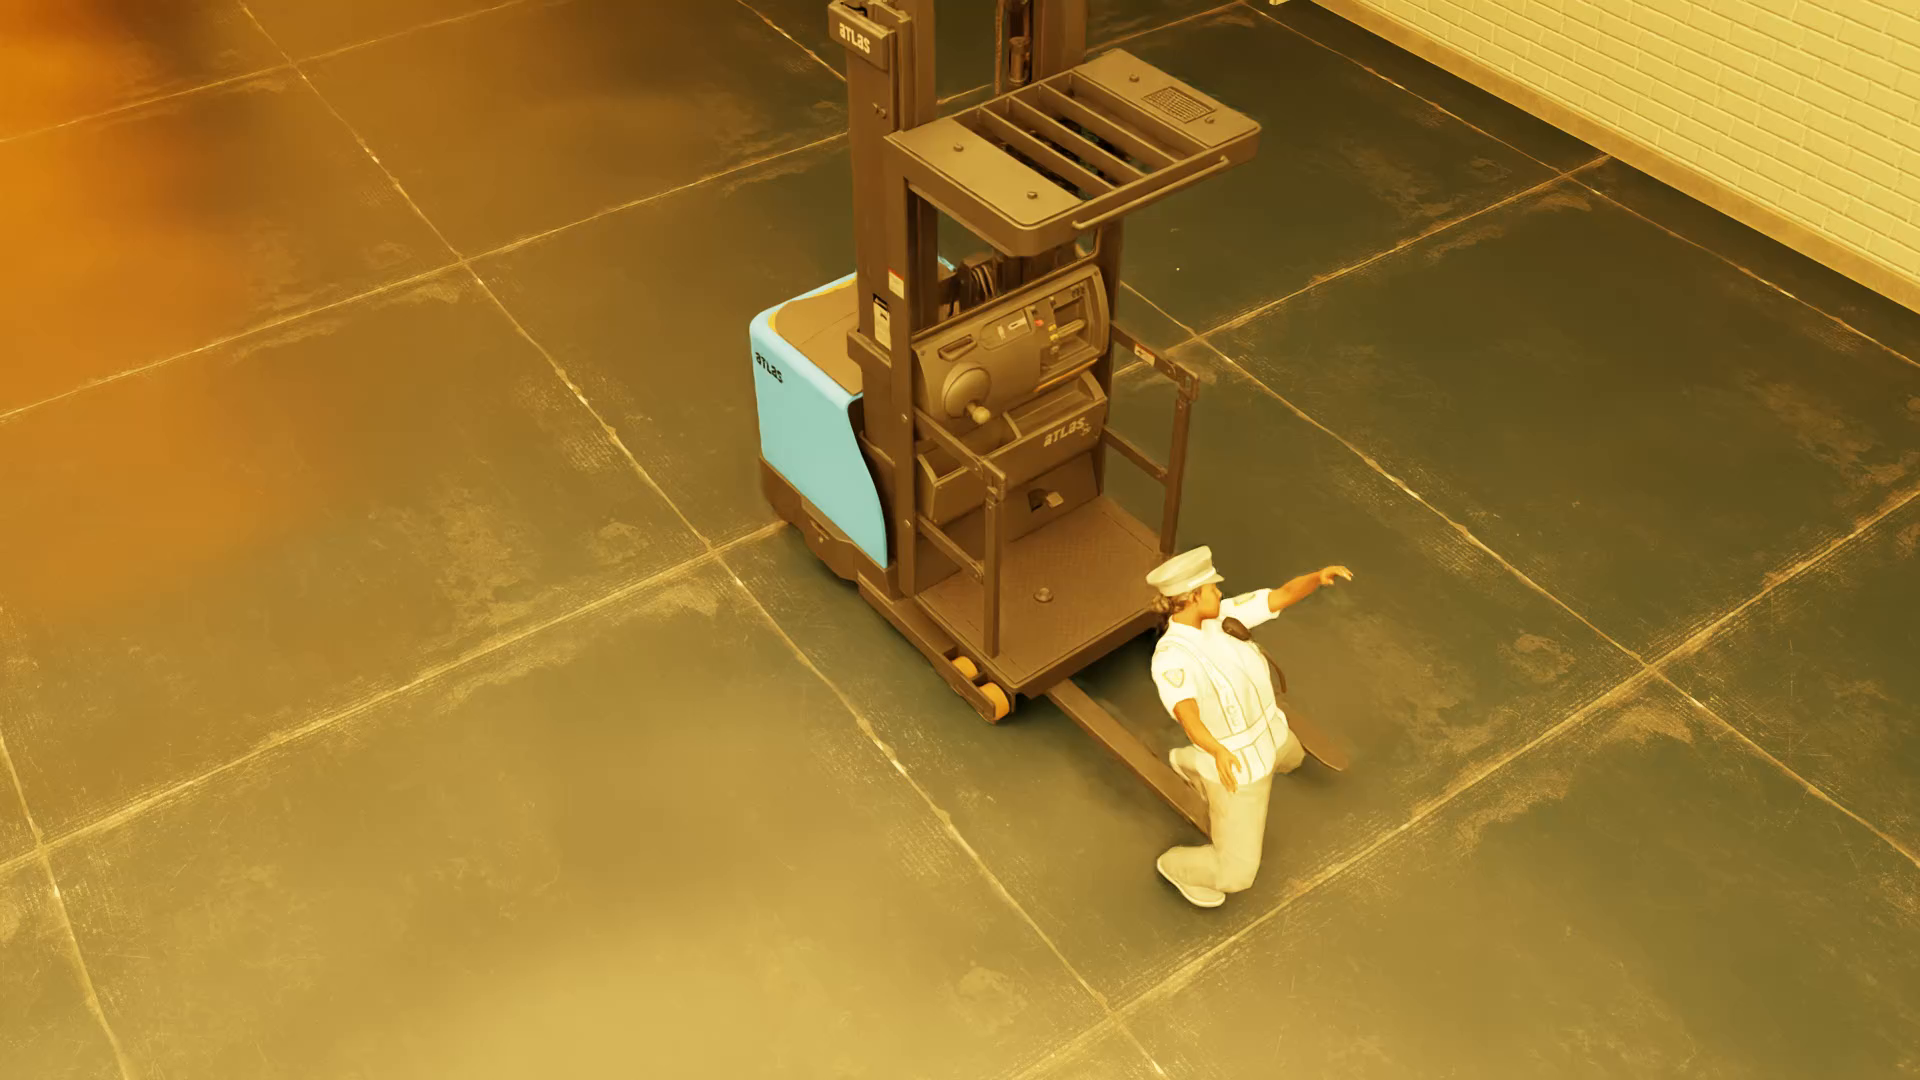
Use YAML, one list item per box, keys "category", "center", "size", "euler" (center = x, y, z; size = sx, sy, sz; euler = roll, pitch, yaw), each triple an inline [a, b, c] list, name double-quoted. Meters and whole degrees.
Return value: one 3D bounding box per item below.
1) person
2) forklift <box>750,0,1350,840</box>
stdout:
- category: "person"
  center: [0.859, 0.748, 5.903]
  size: [0.695, 1.543, 0.993]
  euler: [17, 45, 18]
- category: "forklift"
  center: [0.352, -0.693, 6.468]
  size: [1.130, 2.935, 3.031]
  euler: [-28, 50, -27]
